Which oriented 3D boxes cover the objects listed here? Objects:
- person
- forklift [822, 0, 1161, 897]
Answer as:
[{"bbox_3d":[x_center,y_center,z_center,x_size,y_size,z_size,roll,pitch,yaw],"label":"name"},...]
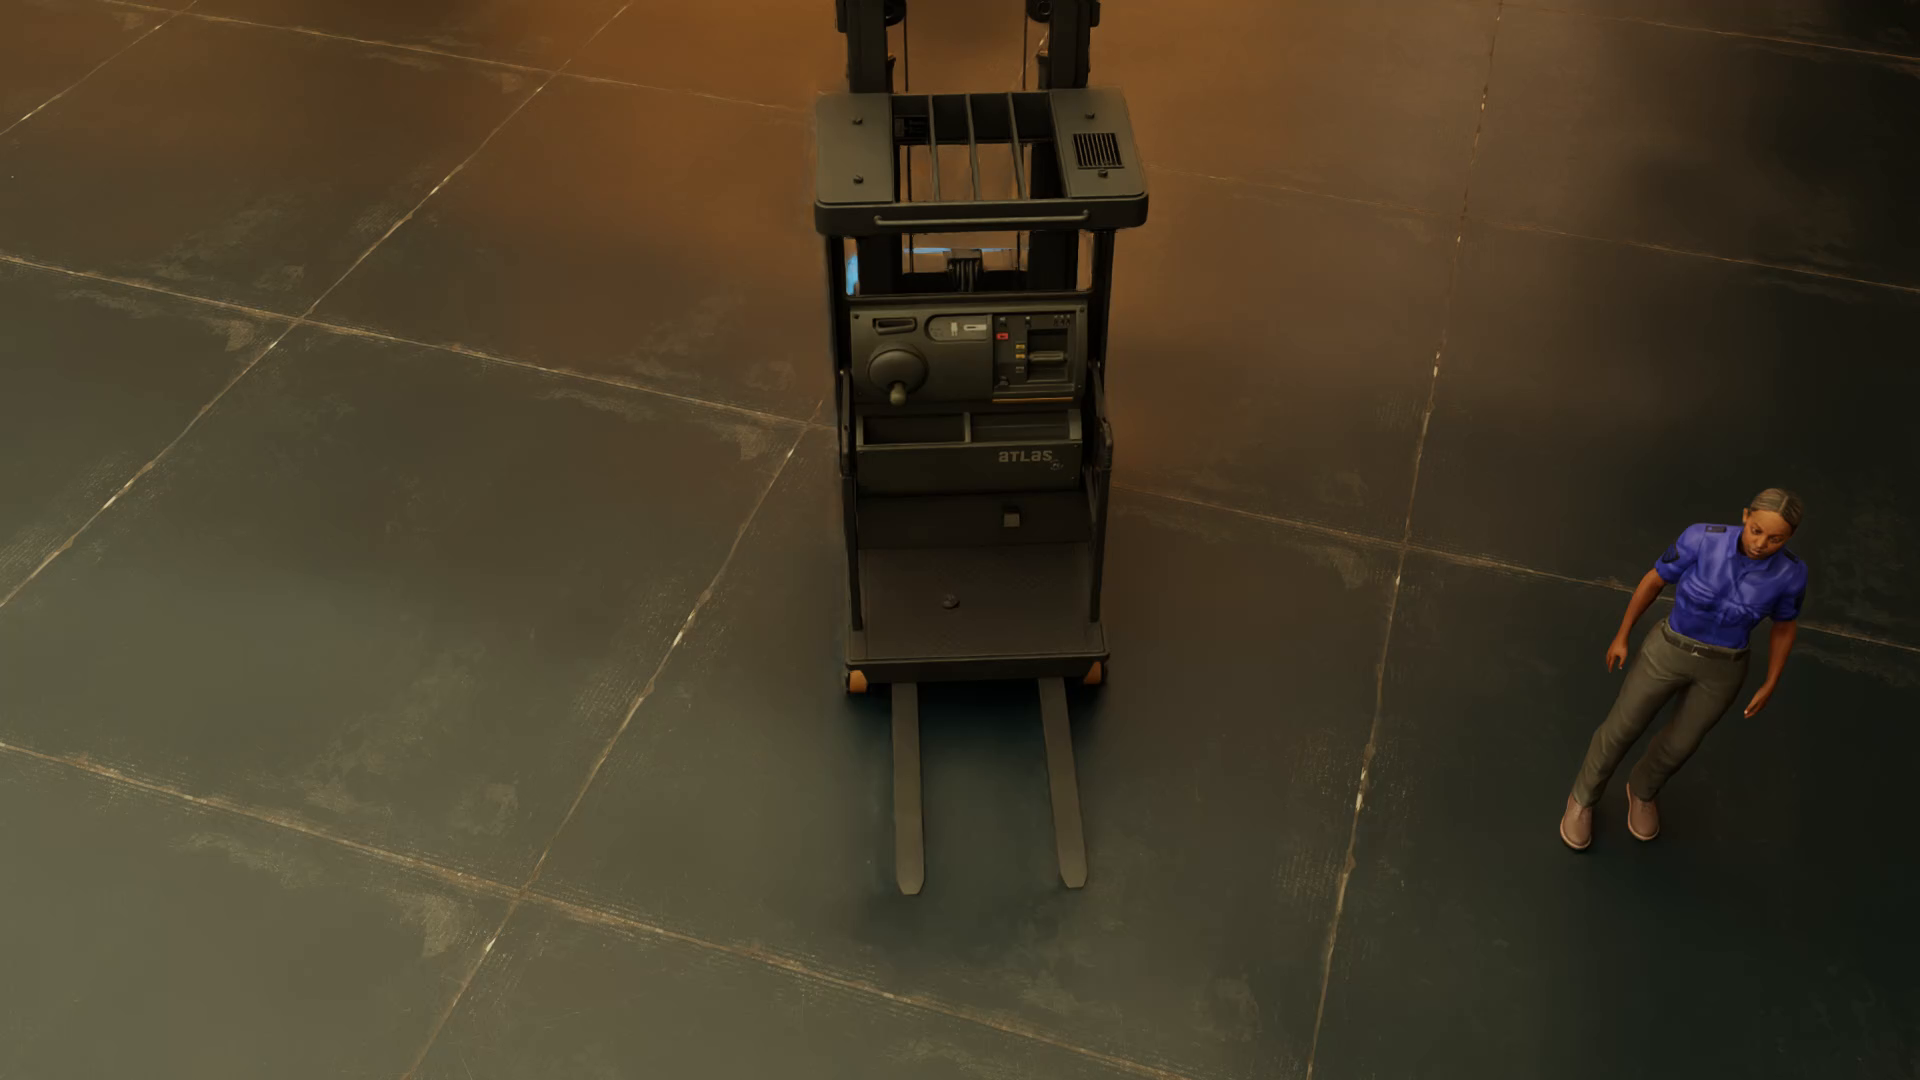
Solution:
[{"bbox_3d":[2.672,0.505,6.081,0.579,1.661,0.493,14,45,15],"label":"person"},{"bbox_3d":[0.078,-0.648,6.385,1.130,2.935,3.031,-4,43,-4],"label":"forklift"}]
